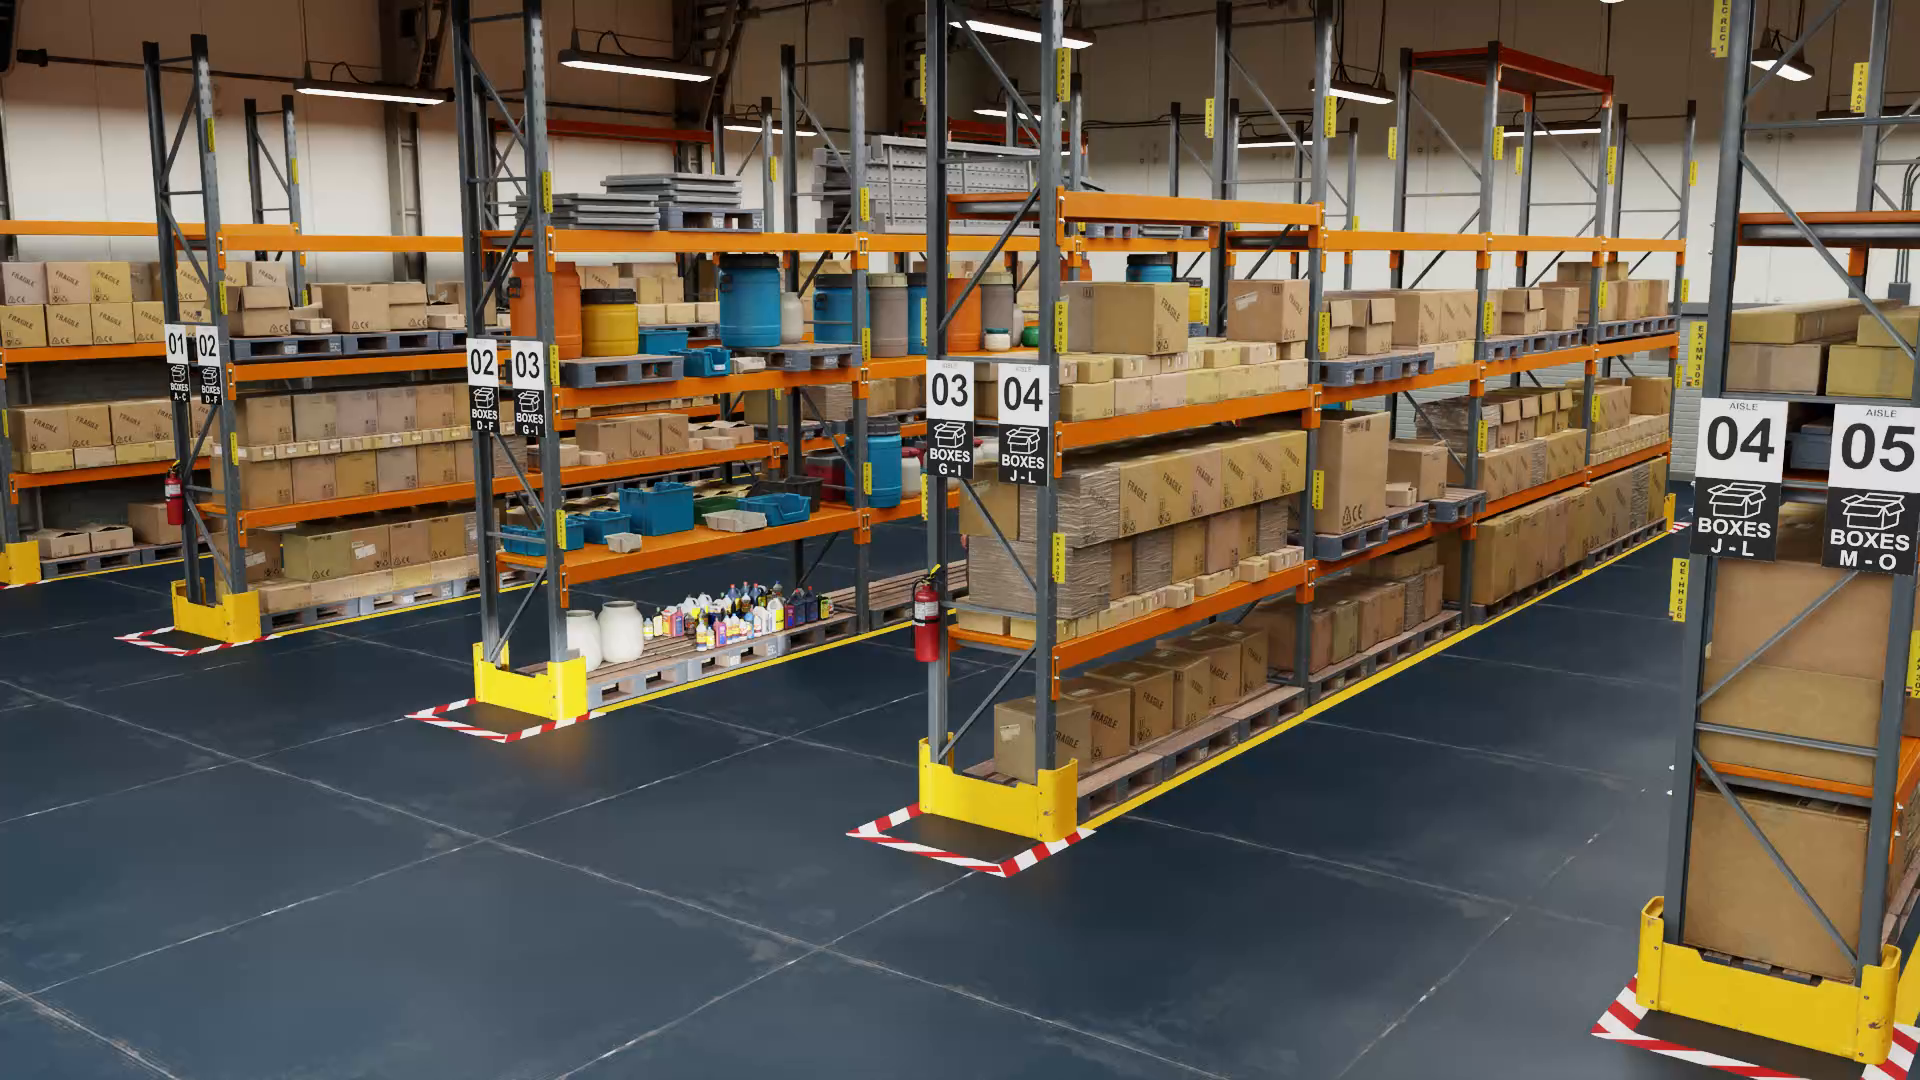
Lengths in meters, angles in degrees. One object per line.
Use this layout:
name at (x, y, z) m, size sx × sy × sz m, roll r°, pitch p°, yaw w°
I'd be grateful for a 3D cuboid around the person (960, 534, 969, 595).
person at (0.283, -0.013, 18.045) m, size 0.581 × 1.720 × 0.417 m, roll 6°, pitch 12°, yaw 33°
